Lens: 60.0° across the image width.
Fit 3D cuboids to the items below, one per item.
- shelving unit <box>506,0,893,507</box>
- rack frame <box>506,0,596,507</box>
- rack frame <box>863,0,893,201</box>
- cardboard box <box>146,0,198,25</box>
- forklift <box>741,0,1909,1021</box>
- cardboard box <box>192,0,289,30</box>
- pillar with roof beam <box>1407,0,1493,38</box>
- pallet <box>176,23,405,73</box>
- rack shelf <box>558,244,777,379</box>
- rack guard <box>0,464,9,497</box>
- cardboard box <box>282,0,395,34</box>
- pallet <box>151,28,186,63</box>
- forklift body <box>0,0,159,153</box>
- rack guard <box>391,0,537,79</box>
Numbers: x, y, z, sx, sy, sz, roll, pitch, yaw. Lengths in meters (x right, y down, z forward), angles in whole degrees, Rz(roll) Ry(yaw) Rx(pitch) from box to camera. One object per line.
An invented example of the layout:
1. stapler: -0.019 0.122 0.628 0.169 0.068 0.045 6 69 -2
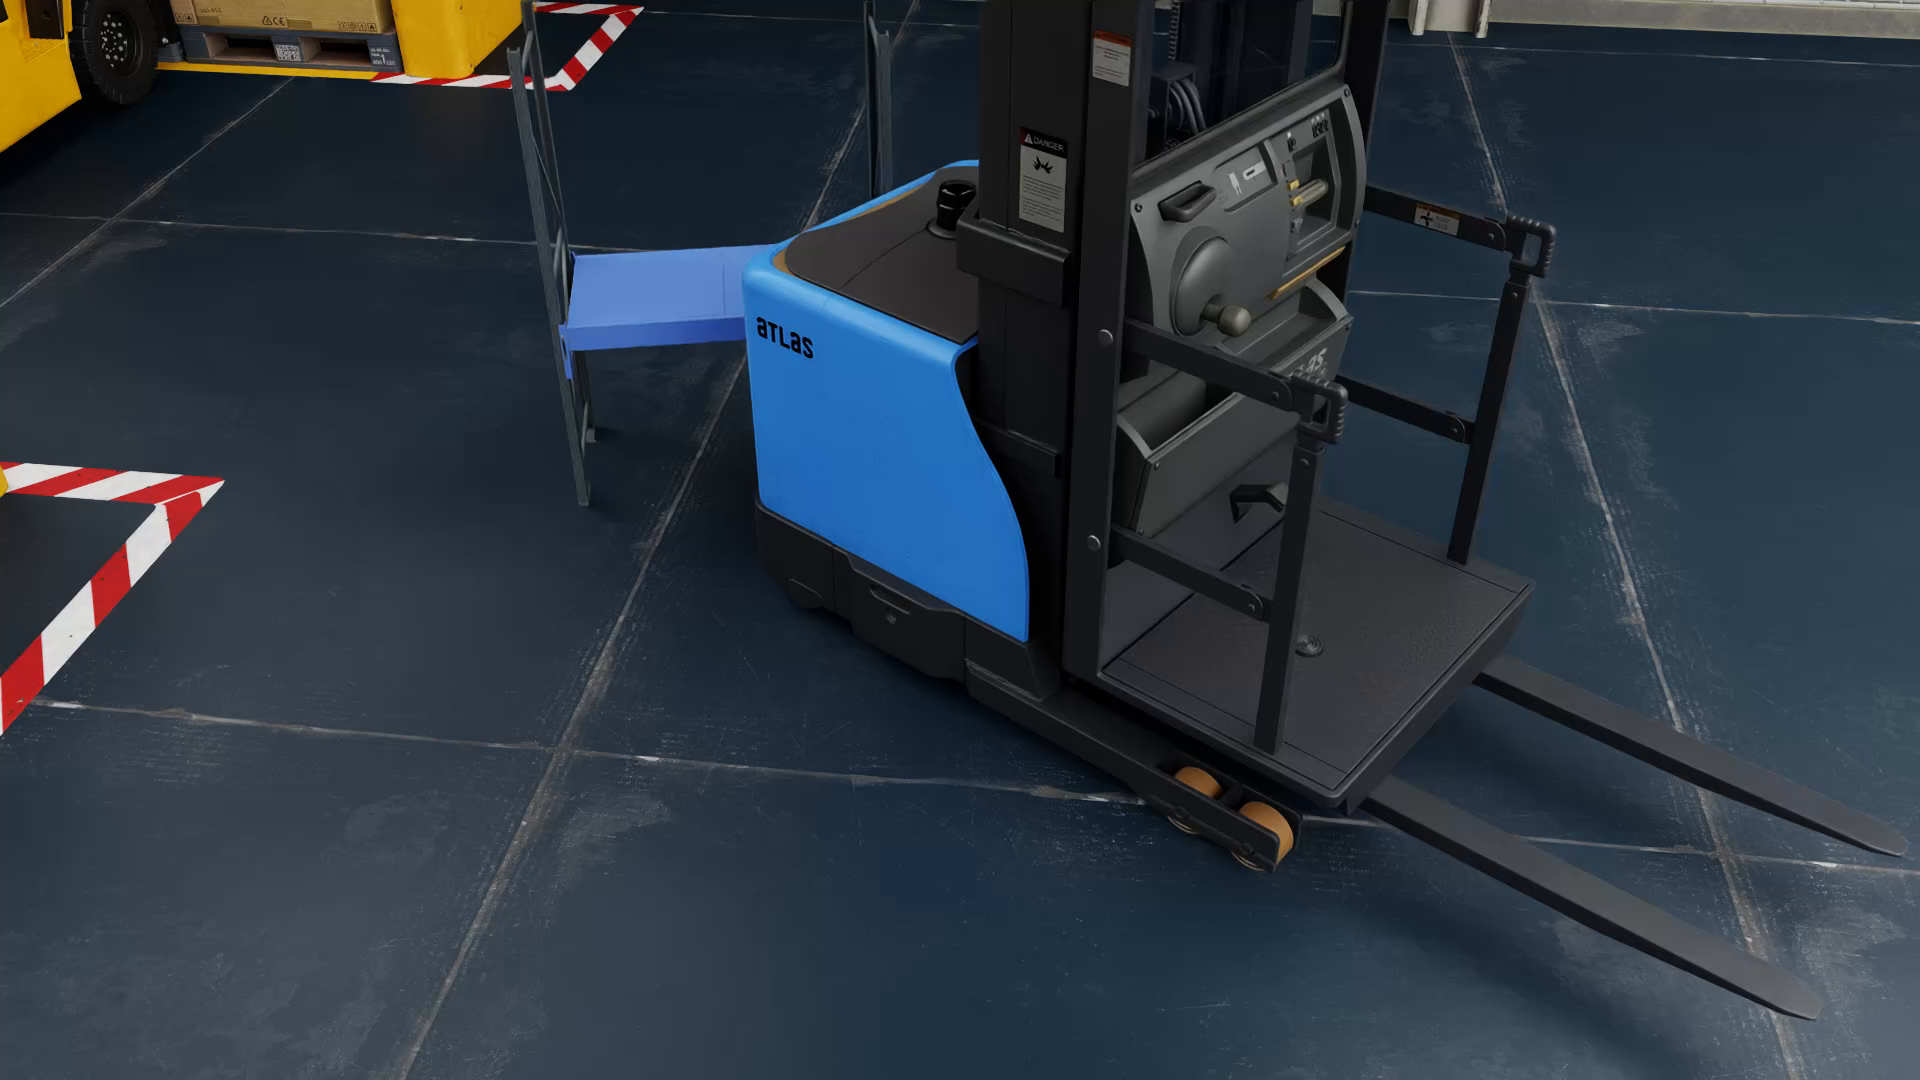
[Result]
1. shelving unit: -0.751 -0.903 5.225 1.048 1.500 0.538 -4 36 -6
2. rack frame: -1.254 -0.864 5.170 0.032 1.500 0.500 -4 36 -6
3. rack frame: -0.247 -0.943 5.280 0.032 1.500 0.500 -4 36 -6
4. cardboard box: -4.167 -2.935 8.786 0.500 0.250 0.500 5 36 6
5. forklift: 0.844 -0.727 3.745 3.031 2.935 1.130 26 43 32
6. cardboard box: -3.671 -2.893 8.727 0.500 0.250 0.500 4 36 6
7. pillar with roof beam: 2.154 -4.035 3.157 0.400 9.000 9.100 4 36 6
8. pallet: -3.437 -2.844 9.053 1.213 0.211 1.003 4 36 6
9. rack shelf: -0.751 -0.757 5.329 1.000 0.185 0.538 -4 36 -6
10. rack guard: -3.377 -0.074 4.924 0.348 0.500 1.175 4 36 6
11. cardboard box: -3.179 -2.851 8.668 0.500 0.250 0.500 5 36 6
12. pallet: -4.644 -2.936 9.182 1.213 0.211 1.003 4 36 6
13. forklift body: -4.786 -2.690 7.168 1.214 2.155 2.313 4 36 6
14. rack guard: -2.649 -2.927 8.921 0.348 0.500 1.175 4 36 6
